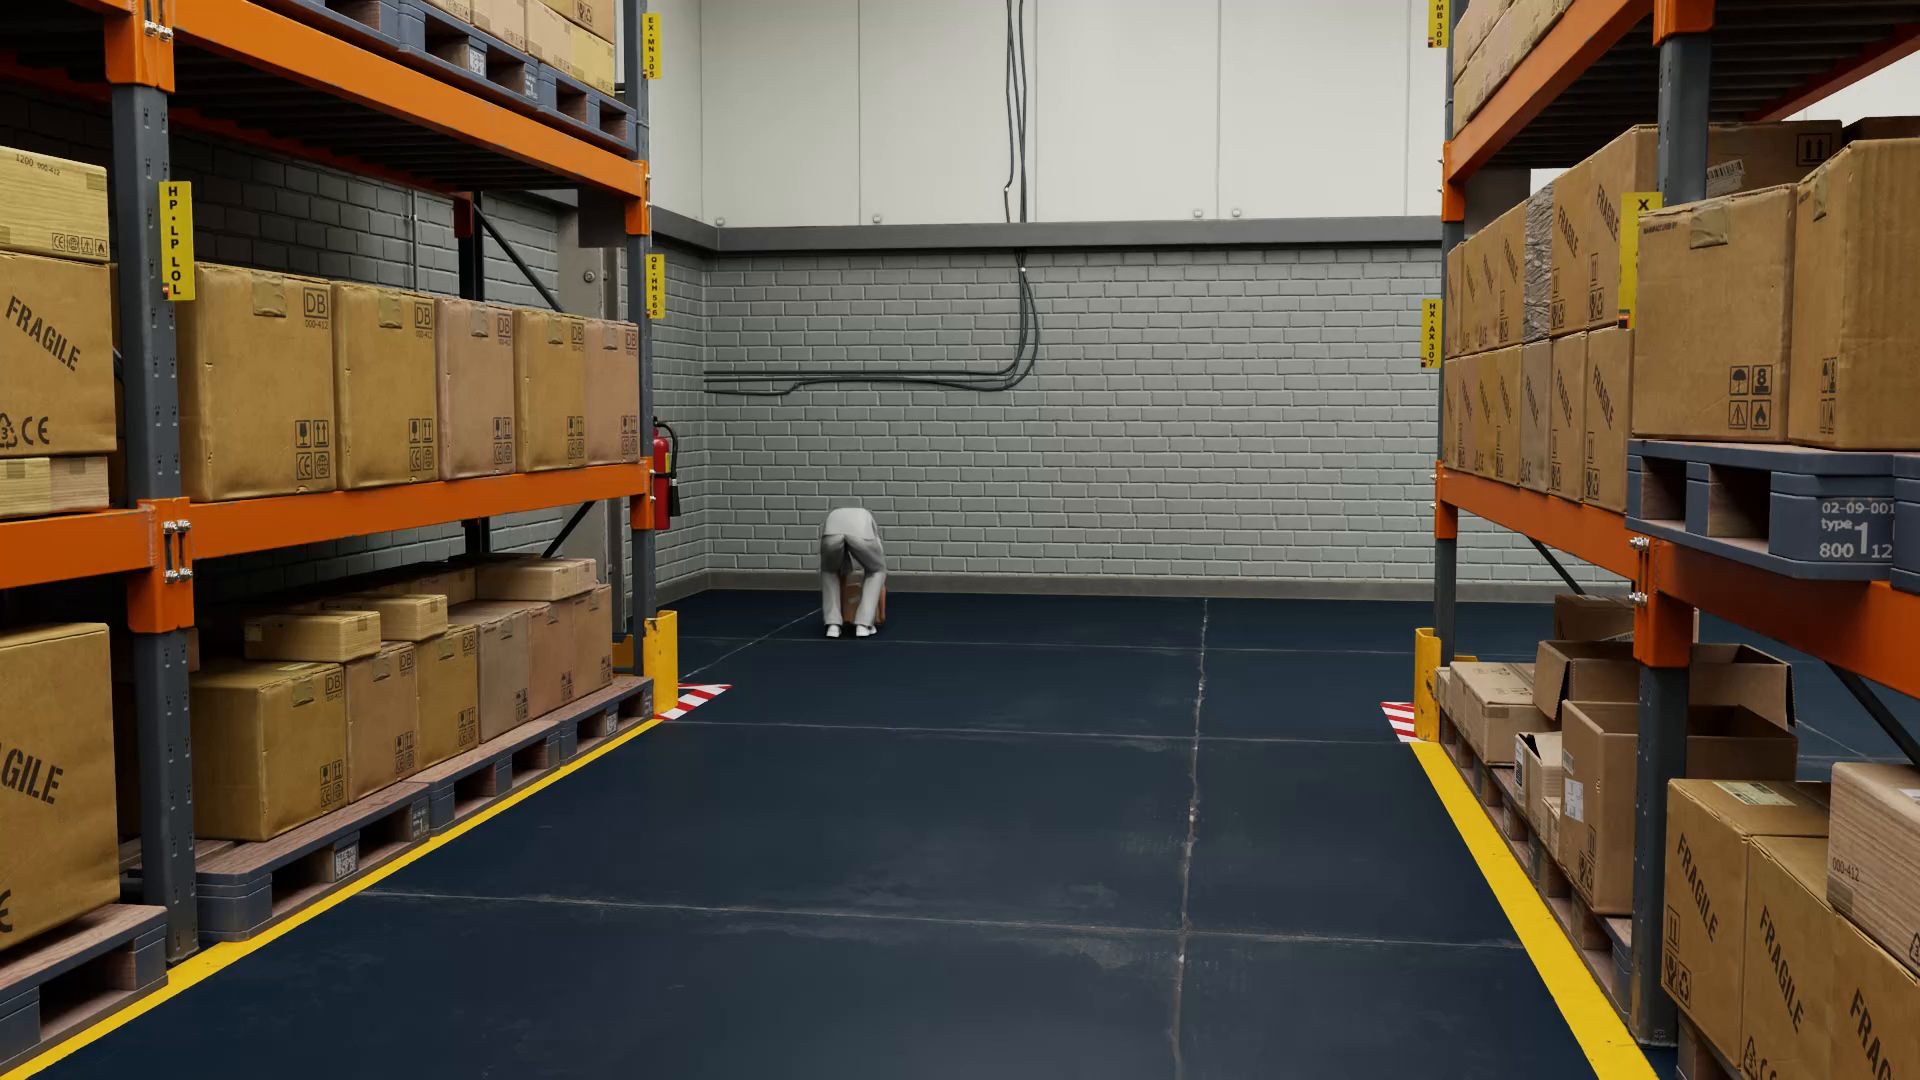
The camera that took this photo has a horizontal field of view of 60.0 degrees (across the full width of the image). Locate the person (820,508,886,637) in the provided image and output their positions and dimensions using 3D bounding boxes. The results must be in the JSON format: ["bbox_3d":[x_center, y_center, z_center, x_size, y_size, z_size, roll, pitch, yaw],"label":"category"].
[{"bbox_3d":[-0.746,0.209,11.648,0.462,0.892,0.847,0,5,6],"label":"person"}]
